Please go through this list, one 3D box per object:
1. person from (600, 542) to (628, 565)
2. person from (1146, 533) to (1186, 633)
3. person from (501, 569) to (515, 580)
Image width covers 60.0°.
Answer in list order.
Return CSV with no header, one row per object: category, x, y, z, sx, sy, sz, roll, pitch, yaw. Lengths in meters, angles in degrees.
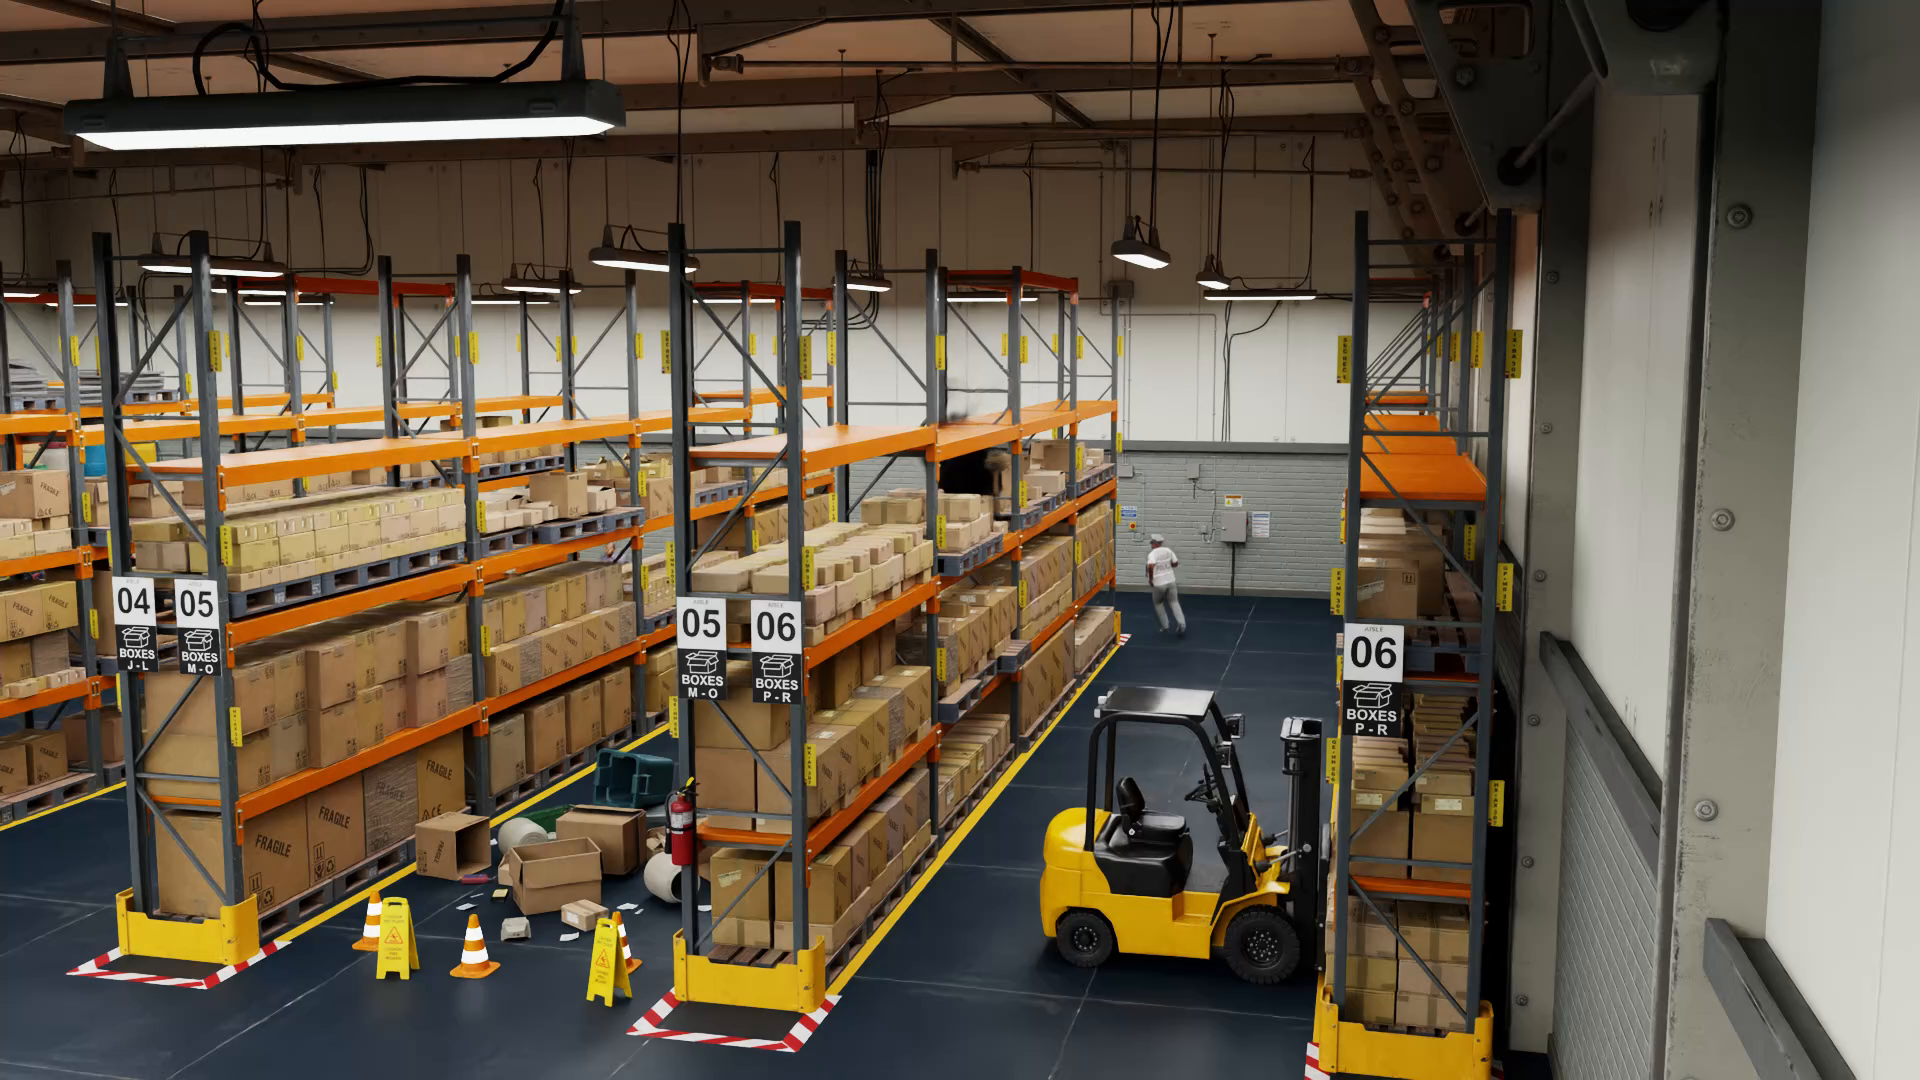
person,-6.052,0.840,29.089,0.622,1.624,0.690,1,7,9
person,3.498,0.782,28.906,0.679,1.795,0.841,-2,7,-17
person,-6.954,1.226,25.671,0.582,1.634,0.605,2,7,13
